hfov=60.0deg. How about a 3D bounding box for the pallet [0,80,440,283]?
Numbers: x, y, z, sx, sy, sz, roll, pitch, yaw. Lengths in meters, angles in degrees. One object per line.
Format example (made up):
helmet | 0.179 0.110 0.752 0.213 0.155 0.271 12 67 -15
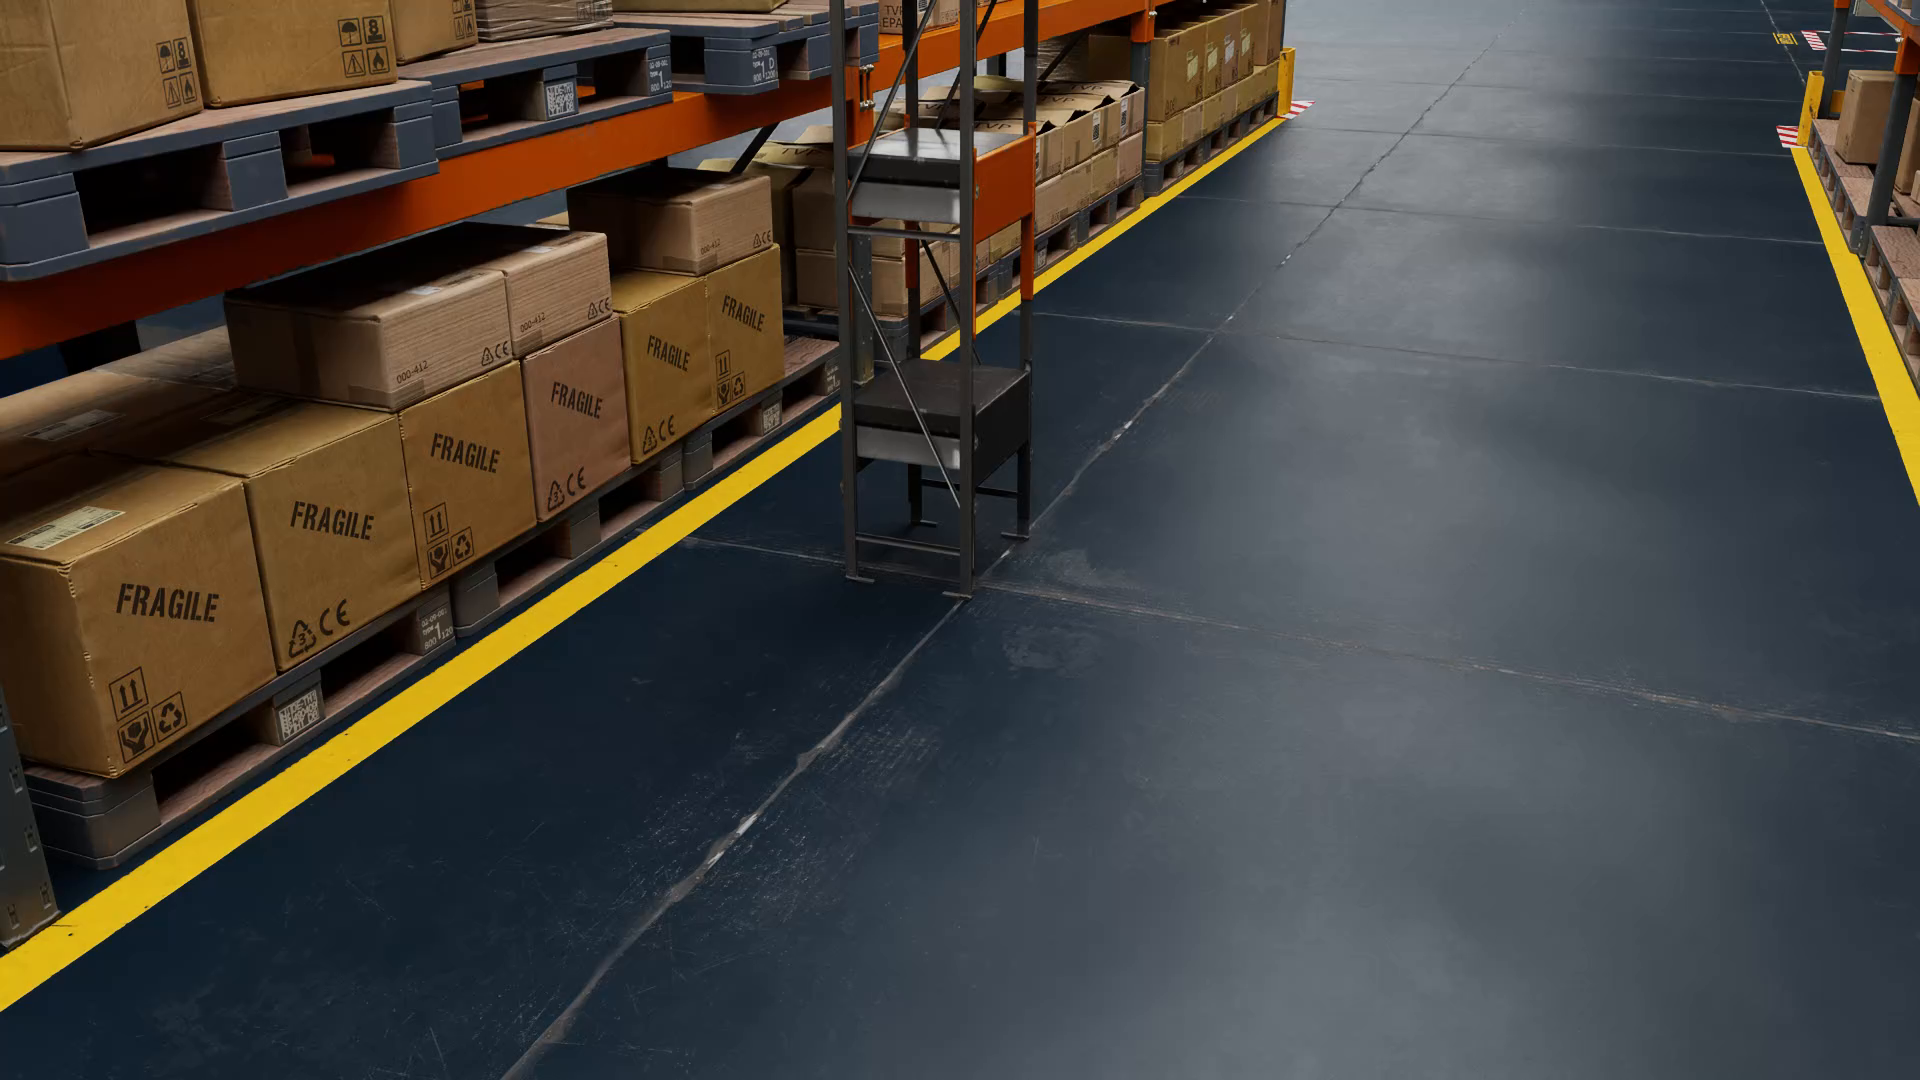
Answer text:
pallet | -1.926 -0.843 3.625 1.003 0.211 1.213 9 24 20

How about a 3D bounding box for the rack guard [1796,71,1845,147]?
rack guard | 6.706 -3.067 11.944 1.175 0.500 0.348 9 24 20

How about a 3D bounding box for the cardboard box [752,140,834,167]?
cardboard box | -0.685 -1.686 7.690 0.500 0.311 0.500 8 24 19

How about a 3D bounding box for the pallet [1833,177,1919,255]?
pallet | 5.465 -1.775 9.225 1.003 0.211 1.213 9 24 20

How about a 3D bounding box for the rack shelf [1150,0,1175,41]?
rack shelf | 1.391 -3.908 11.647 1.077 0.370 4.000 9 24 20

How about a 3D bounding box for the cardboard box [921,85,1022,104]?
cardboard box | 0.072 -2.417 9.440 0.500 0.311 0.500 8 24 19

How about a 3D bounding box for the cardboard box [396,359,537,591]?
cardboard box | -1.537 -0.219 4.555 0.500 0.500 0.500 9 24 21

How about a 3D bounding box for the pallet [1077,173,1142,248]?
pallet | 0.410 -1.968 9.688 1.003 0.211 1.213 9 24 20

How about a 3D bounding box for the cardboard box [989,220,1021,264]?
cardboard box | 0.003 -1.530 8.044 0.500 0.250 0.500 8 24 19

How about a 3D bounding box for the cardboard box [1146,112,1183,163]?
cardboard box | 1.102 -2.572 10.537 0.500 0.250 0.500 9 24 20

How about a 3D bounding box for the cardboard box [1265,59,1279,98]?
cardboard box | 2.209 -3.646 13.110 0.500 0.250 0.500 9 24 20

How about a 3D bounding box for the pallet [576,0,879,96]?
pallet | -1.024 -1.751 5.800 1.213 0.211 1.003 9 24 20

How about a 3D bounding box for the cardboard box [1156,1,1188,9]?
cardboard box | 1.370 -3.706 12.281 0.500 0.500 0.500 9 24 20

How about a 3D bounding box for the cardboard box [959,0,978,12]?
cardboard box | -0.230 -2.742 7.792 0.500 0.500 0.500 7 24 17

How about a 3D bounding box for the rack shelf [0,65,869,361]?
rack shelf | -1.581 -1.045 4.793 1.077 0.370 4.000 9 24 20

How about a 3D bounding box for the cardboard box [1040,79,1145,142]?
cardboard box | 0.764 -2.522 9.691 0.500 0.311 0.500 9 24 20

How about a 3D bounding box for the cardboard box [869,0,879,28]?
cardboard box | -0.662 -2.175 6.682 0.500 0.311 0.500 10 25 23

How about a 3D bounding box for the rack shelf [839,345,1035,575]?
rack shelf | -0.061 -0.251 4.979 0.431 0.518 0.480 9 24 20

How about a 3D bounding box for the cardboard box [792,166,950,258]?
cardboard box | -0.371 -1.422 7.057 0.500 0.311 0.500 10 25 22

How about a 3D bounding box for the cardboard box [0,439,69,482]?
cardboard box | -2.406 0.072 3.859 0.500 0.500 0.500 9 24 20

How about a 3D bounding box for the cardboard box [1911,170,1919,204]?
cardboard box | 5.419 -1.908 9.030 0.380 0.166 0.250 6 23 13

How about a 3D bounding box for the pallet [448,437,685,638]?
pallet | -1.605 -0.109 5.237 1.003 0.211 1.213 9 24 20

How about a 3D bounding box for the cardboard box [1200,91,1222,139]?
cardboard box | 1.483 -2.928 11.391 0.500 0.250 0.500 9 24 20

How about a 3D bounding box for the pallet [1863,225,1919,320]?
pallet | 4.961 -1.251 7.970 1.003 0.211 1.213 9 24 20

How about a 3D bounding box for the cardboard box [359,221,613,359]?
cardboard box | -1.360 -0.732 4.811 0.500 0.250 0.500 8 24 19

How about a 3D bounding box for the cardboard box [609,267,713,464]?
cardboard box | -1.160 -0.589 5.440 0.500 0.500 0.500 8 24 18

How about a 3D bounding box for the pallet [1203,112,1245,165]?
pallet | 1.434 -2.954 12.048 1.003 0.211 1.213 9 24 20

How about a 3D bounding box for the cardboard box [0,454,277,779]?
cardboard box | -1.918 0.151 3.669 0.500 0.500 0.500 8 24 18

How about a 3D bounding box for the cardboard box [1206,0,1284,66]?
cardboard box | 2.211 -3.992 12.965 0.500 0.500 0.500 9 24 20

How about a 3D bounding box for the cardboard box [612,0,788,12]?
cardboard box | -0.967 -2.091 5.690 0.700 0.500 0.500 1 23 2

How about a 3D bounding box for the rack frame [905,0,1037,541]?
rack frame | 0.029 -0.997 4.913 0.400 2.100 0.015 9 24 20

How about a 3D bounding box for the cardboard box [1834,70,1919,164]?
cardboard box | 5.863 -2.603 10.262 0.700 0.500 0.500 7 24 17

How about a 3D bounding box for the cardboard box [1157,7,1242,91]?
cardboard box | 1.666 -3.453 11.675 0.500 0.500 0.500 9 24 20

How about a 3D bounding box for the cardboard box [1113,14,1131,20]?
cardboard box | 0.996 -3.349 11.426 0.500 0.500 0.500 9 24 20

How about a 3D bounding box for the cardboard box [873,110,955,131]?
cardboard box | -0.307 -2.045 8.550 0.500 0.311 0.500 9 24 22

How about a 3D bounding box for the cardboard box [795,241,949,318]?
cardboard box | -0.371 -1.163 7.165 0.500 0.250 0.500 9 24 20

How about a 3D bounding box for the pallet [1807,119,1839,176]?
pallet | 6.372 -2.648 11.316 1.003 0.211 1.213 9 24 20

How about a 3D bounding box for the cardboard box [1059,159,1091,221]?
cardboard box | 0.384 -1.895 8.918 0.500 0.250 0.500 9 24 21

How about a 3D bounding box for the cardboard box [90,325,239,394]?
cardboard box | -2.028 -0.283 4.709 0.500 0.500 0.500 9 24 21

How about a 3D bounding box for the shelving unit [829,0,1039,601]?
shelving unit | -0.061 -0.910 4.703 0.431 2.100 0.503 9 24 20

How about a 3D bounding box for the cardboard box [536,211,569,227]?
cardboard box | -1.272 -1.020 6.473 0.500 0.500 0.500 10 25 22

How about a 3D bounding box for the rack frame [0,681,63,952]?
rack frame | -2.324 -0.661 2.941 1.000 3.000 0.127 9 24 20

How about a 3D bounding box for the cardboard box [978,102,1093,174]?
cardboard box | 0.389 -2.157 8.816 0.500 0.311 0.500 9 24 20

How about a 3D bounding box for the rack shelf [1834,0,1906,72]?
rack shelf | 5.991 -3.200 9.952 1.077 0.370 4.000 9 24 20

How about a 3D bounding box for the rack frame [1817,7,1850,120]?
rack frame | 6.734 -4.248 11.527 1.000 3.000 0.127 9 24 20

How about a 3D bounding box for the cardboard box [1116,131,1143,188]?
cardboard box | 0.763 -2.259 9.789 0.500 0.250 0.500 9 24 20

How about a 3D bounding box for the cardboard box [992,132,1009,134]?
cardboard box | 0.008 -1.793 7.946 0.500 0.311 0.500 8 24 19

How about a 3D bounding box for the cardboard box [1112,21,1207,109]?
cardboard box | 1.289 -3.096 10.820 0.500 0.500 0.500 9 24 20

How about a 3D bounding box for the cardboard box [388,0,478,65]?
cardboard box | -1.725 -1.542 4.376 0.700 0.500 0.500 3 23 7

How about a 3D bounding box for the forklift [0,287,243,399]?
forklift | -3.067 -1.633 5.356 1.130 2.935 3.031 9 24 20

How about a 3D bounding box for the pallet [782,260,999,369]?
pallet | -0.496 -1.095 7.597 1.003 0.211 1.213 9 24 20

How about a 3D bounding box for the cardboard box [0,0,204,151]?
cardboard box | -1.940 -1.039 3.170 0.700 0.500 0.500 1 23 2

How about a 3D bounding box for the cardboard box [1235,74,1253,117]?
cardboard box | 1.850 -3.286 12.249 0.500 0.250 0.500 9 24 20

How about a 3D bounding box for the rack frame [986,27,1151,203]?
rack frame | 0.648 -3.524 9.795 1.000 3.000 0.127 9 24 20
